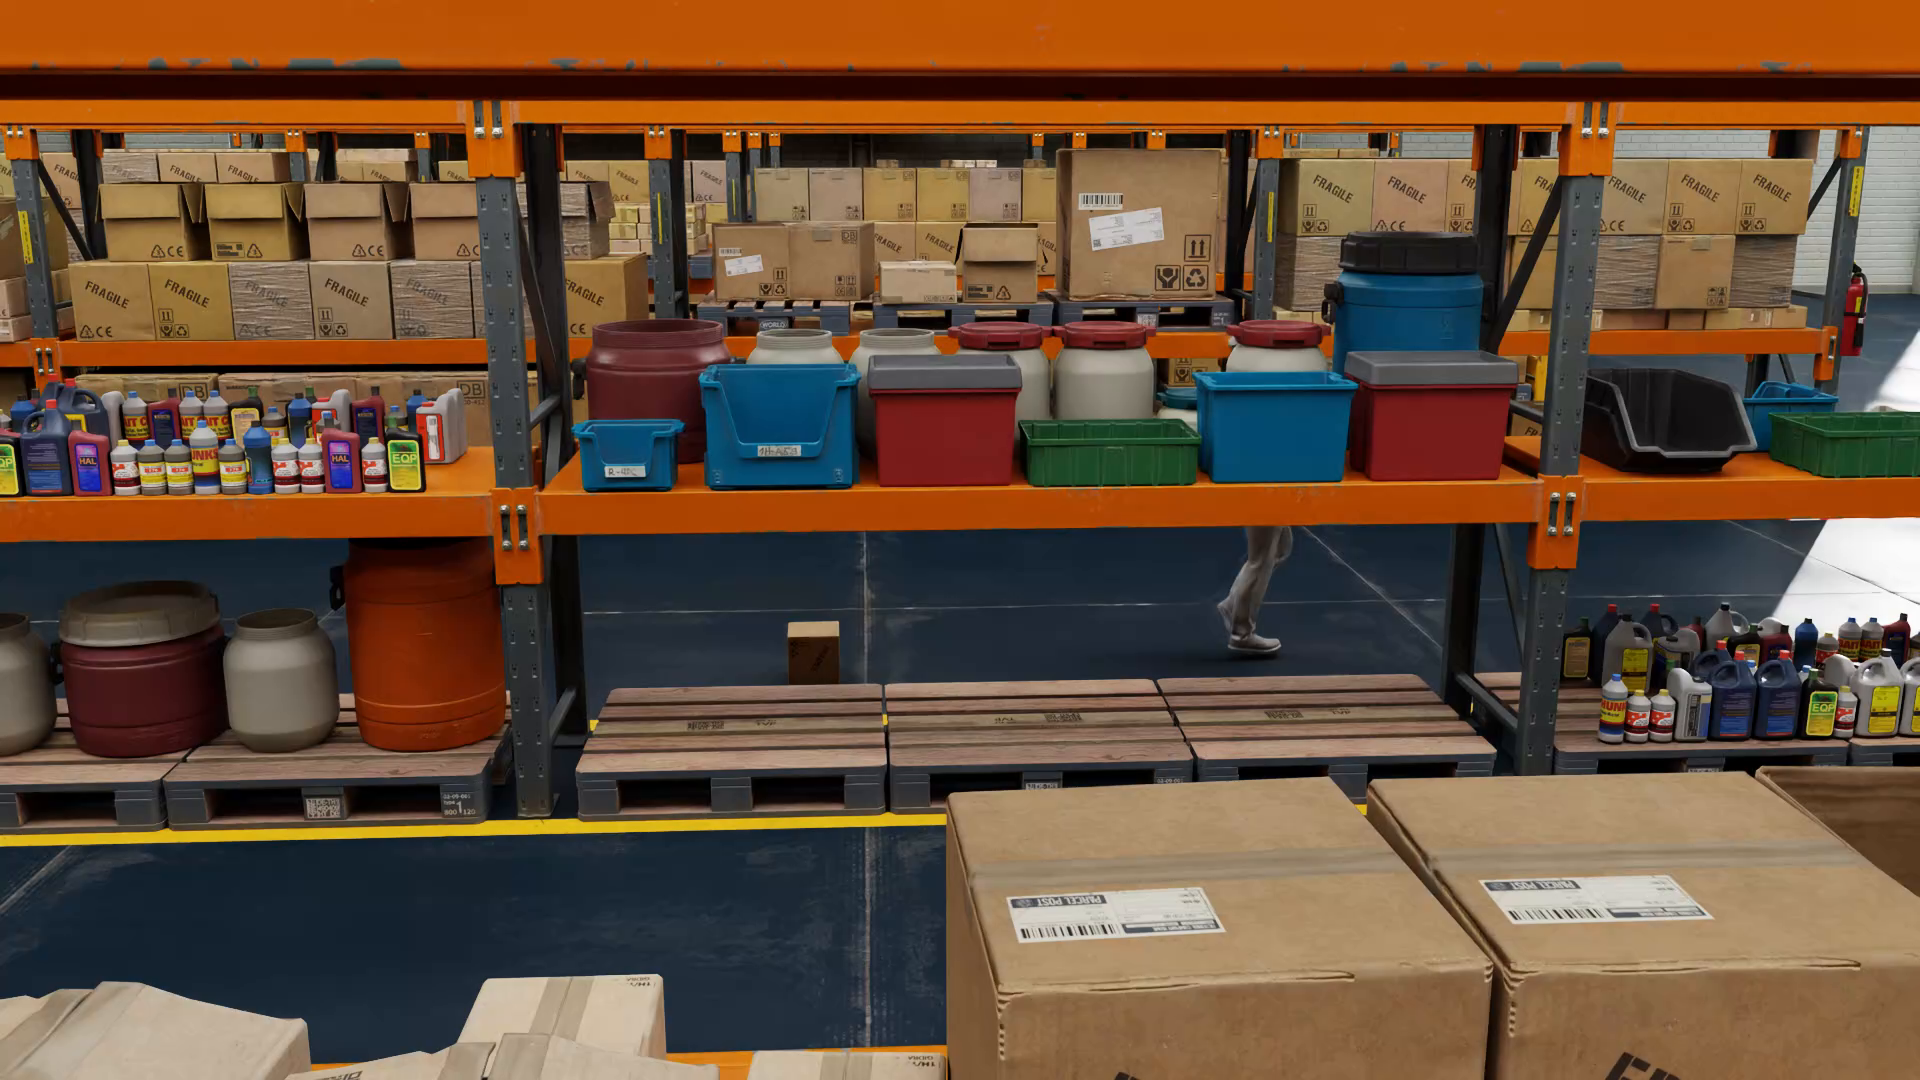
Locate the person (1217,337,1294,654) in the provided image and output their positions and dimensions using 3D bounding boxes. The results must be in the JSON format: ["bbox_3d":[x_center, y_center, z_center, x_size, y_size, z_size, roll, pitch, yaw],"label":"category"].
[{"bbox_3d":[1.534,-0.255,8.365,0.437,1.689,0.518,-3,14,-11],"label":"person"}]
